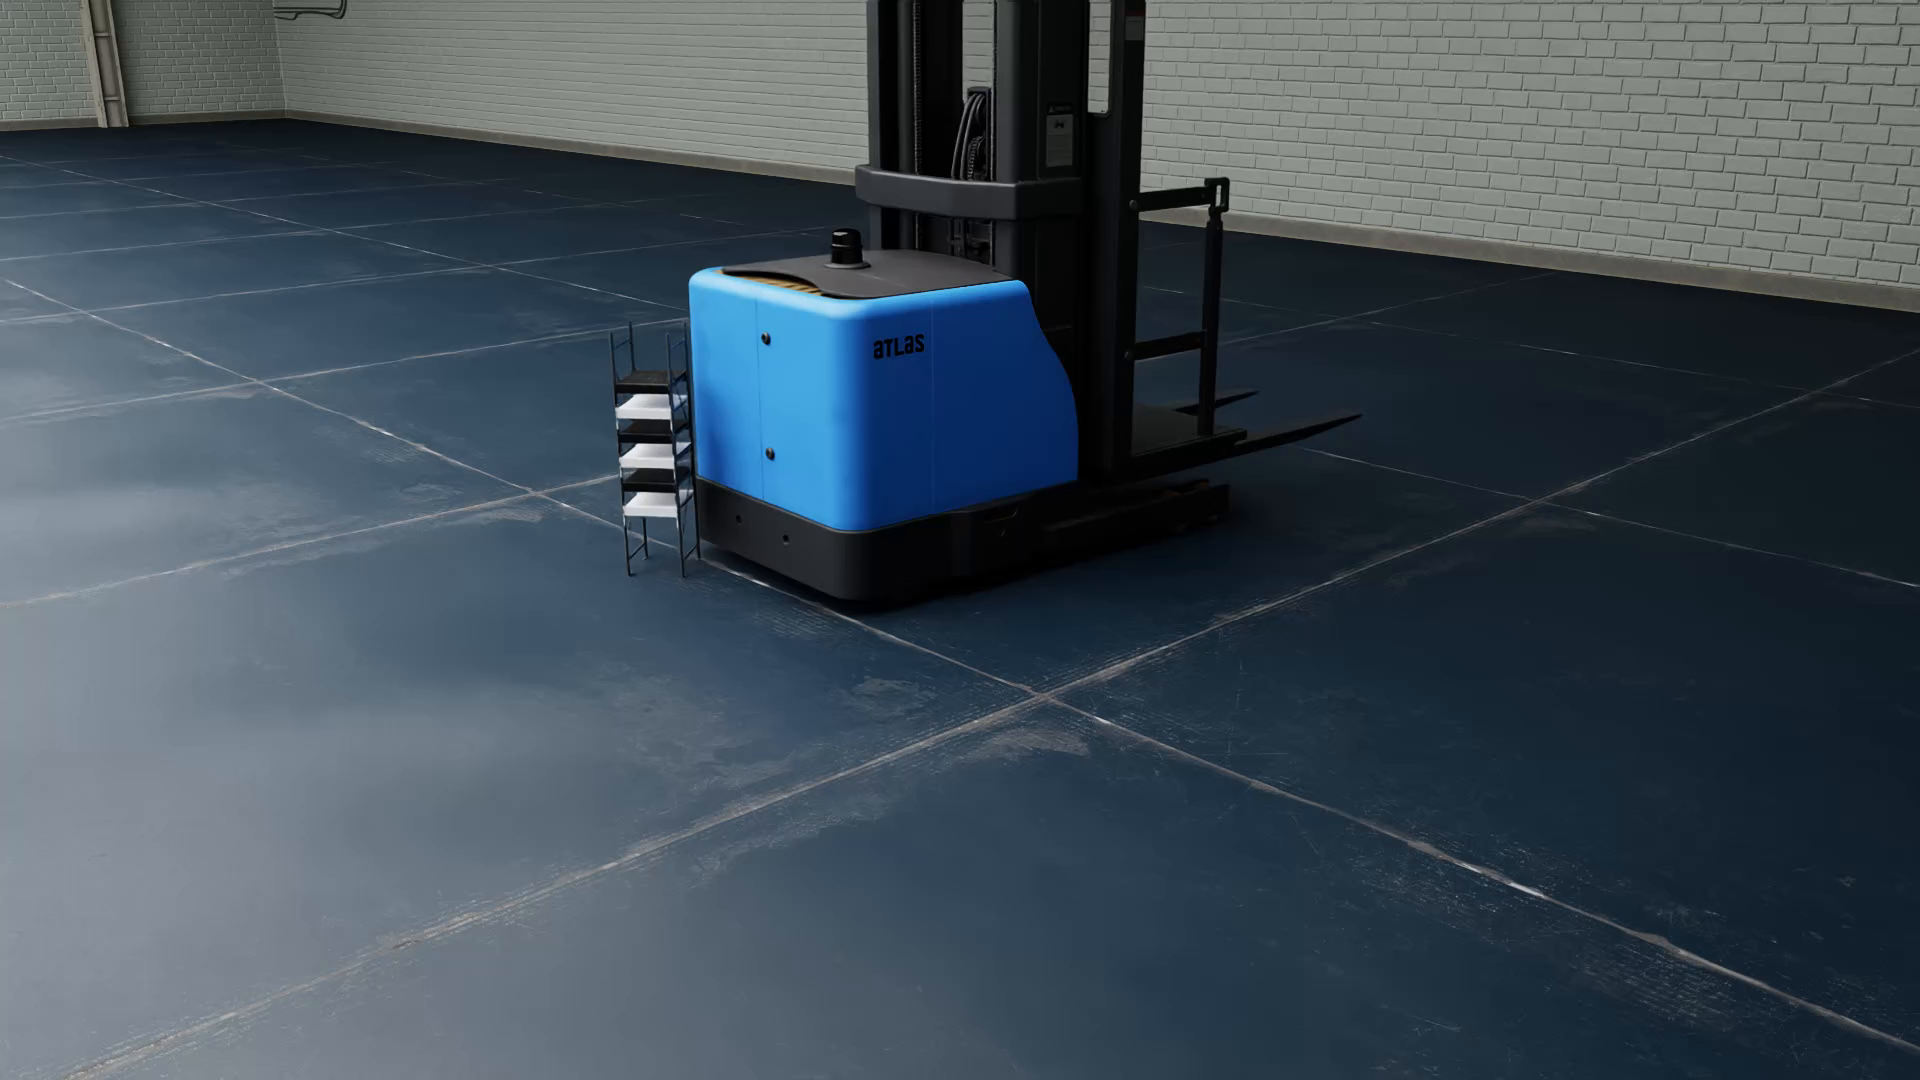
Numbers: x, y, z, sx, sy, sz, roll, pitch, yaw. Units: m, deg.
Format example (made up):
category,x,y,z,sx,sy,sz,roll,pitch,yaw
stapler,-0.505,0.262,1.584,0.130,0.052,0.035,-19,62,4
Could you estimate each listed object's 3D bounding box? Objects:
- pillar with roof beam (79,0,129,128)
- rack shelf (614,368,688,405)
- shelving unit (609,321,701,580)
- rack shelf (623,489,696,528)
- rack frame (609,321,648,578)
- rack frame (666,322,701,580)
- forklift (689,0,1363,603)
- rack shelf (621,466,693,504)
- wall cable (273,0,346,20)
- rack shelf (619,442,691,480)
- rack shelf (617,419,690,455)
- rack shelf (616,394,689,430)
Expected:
category,x,y,z,sx,sy,sz,roll,pitch,yaw
pillar with roof beam,-11.205,-10.237,23.469,0.400,9.000,9.100,-16,24,-41
rack shelf,-1.100,-0.549,5.950,0.200,0.077,0.258,2,18,7
shelving unit,-1.098,-0.324,6.023,0.210,0.900,0.258,2,18,7
rack shelf,-1.097,-0.121,6.088,0.200,0.077,0.258,2,18,7
rack frame,-1.199,-0.327,6.035,0.006,0.900,0.240,2,18,7
rack frame,-0.998,-0.321,6.010,0.006,0.900,0.240,2,18,7
forklift,0.453,-1.533,6.460,3.031,2.935,1.130,-15,23,-38
rack shelf,-1.097,-0.207,6.060,0.200,0.077,0.258,2,18,7
wall cable,-11.114,-10.053,27.935,0.112,2.526,3.097,-16,24,-41
rack shelf,-1.098,-0.292,6.033,0.200,0.077,0.258,2,18,7
rack shelf,-1.099,-0.378,6.005,0.200,0.077,0.258,2,18,7
rack shelf,-1.100,-0.464,5.977,0.200,0.077,0.258,2,18,7
